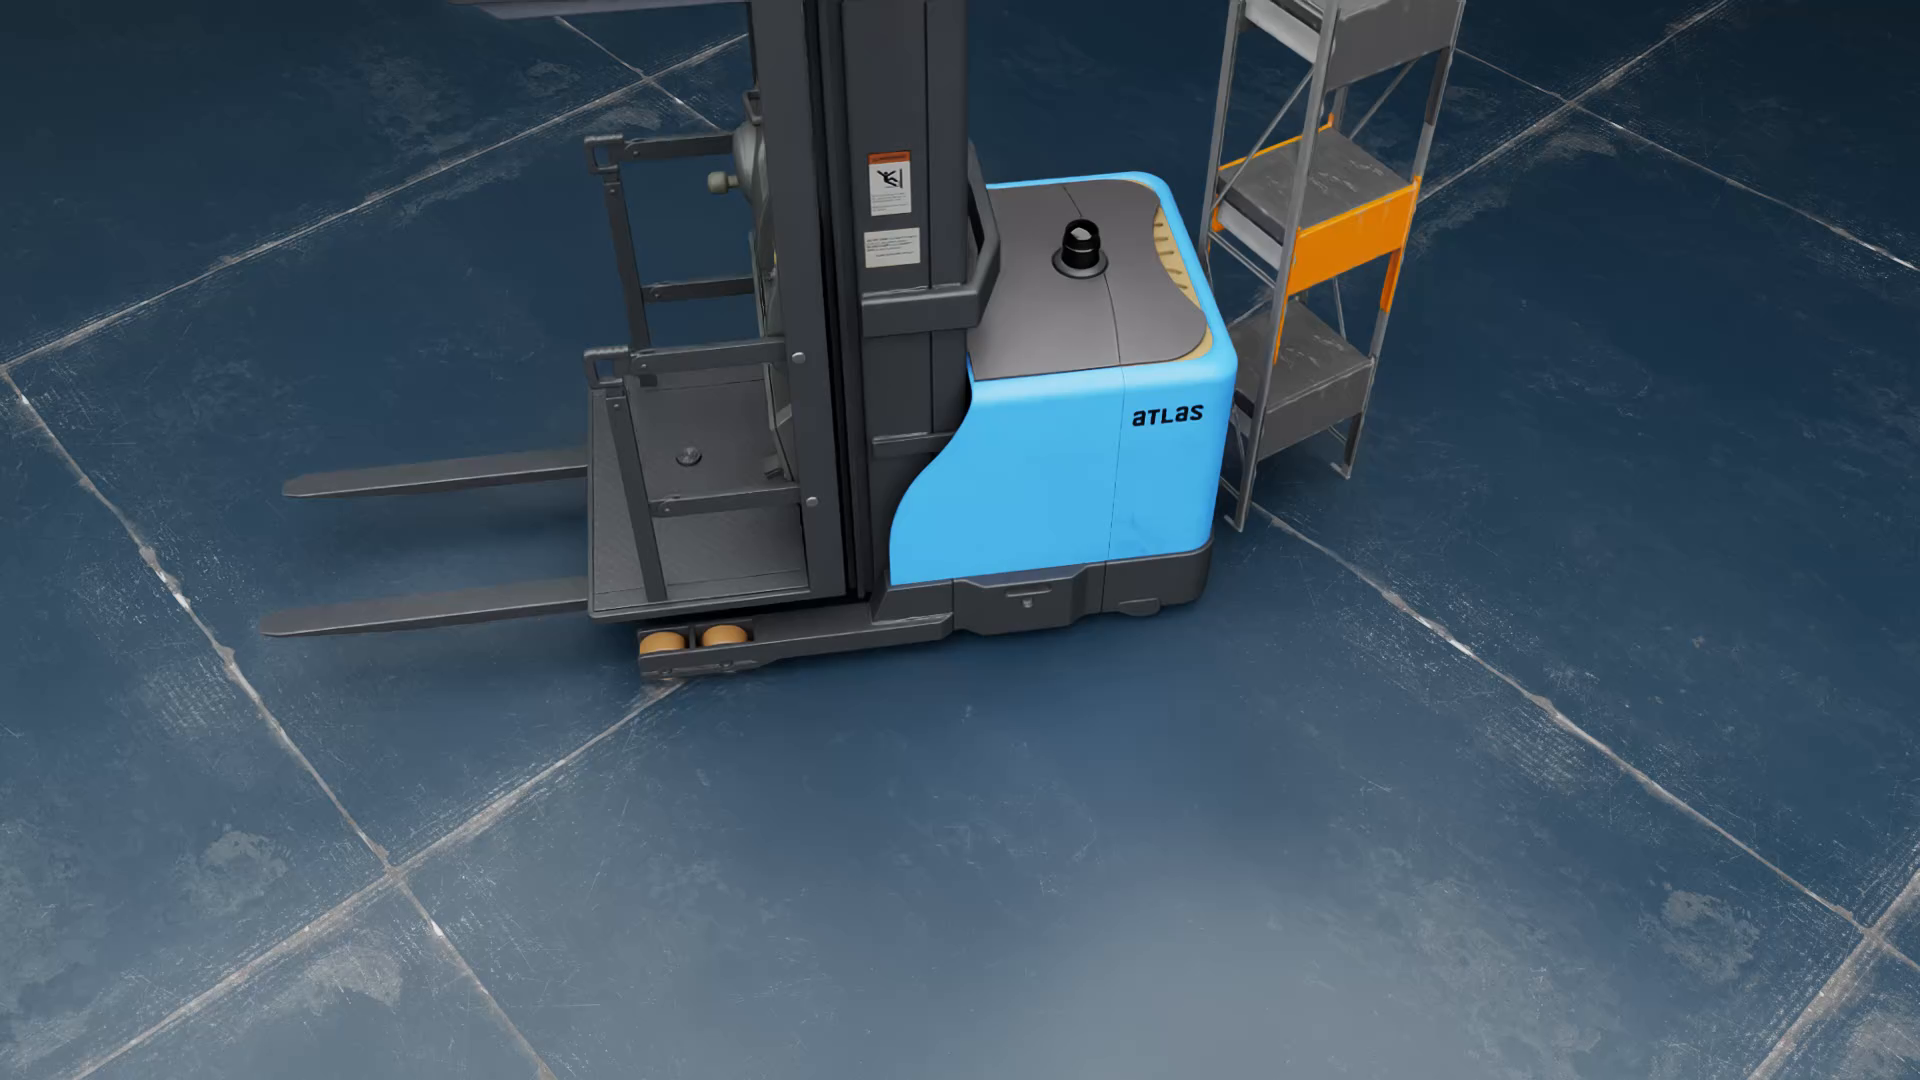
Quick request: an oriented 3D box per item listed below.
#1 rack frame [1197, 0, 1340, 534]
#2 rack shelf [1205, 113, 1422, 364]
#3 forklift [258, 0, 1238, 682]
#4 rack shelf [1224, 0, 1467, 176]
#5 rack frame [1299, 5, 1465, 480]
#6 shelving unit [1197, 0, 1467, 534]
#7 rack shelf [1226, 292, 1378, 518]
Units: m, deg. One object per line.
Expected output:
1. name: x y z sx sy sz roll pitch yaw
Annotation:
1. rack frame: 0.868 -0.861 5.115 0.015 2.100 0.400 -25 52 -21
2. rack shelf: 1.075 -0.947 5.214 0.480 0.518 0.431 -25 52 -21
3. forklift: -0.740 -0.962 4.644 3.031 2.935 1.130 -6 48 -6
4. rack shelf: 1.075 -1.422 4.699 0.480 0.518 0.431 -25 52 -21
5. rack frame: 1.281 -1.052 5.292 0.015 2.100 0.400 -25 52 -21
6. shelving unit: 1.075 -0.956 5.204 0.503 2.100 0.431 -25 52 -21
7. rack shelf: 1.075 -0.472 5.728 0.480 0.518 0.431 -25 52 -21
